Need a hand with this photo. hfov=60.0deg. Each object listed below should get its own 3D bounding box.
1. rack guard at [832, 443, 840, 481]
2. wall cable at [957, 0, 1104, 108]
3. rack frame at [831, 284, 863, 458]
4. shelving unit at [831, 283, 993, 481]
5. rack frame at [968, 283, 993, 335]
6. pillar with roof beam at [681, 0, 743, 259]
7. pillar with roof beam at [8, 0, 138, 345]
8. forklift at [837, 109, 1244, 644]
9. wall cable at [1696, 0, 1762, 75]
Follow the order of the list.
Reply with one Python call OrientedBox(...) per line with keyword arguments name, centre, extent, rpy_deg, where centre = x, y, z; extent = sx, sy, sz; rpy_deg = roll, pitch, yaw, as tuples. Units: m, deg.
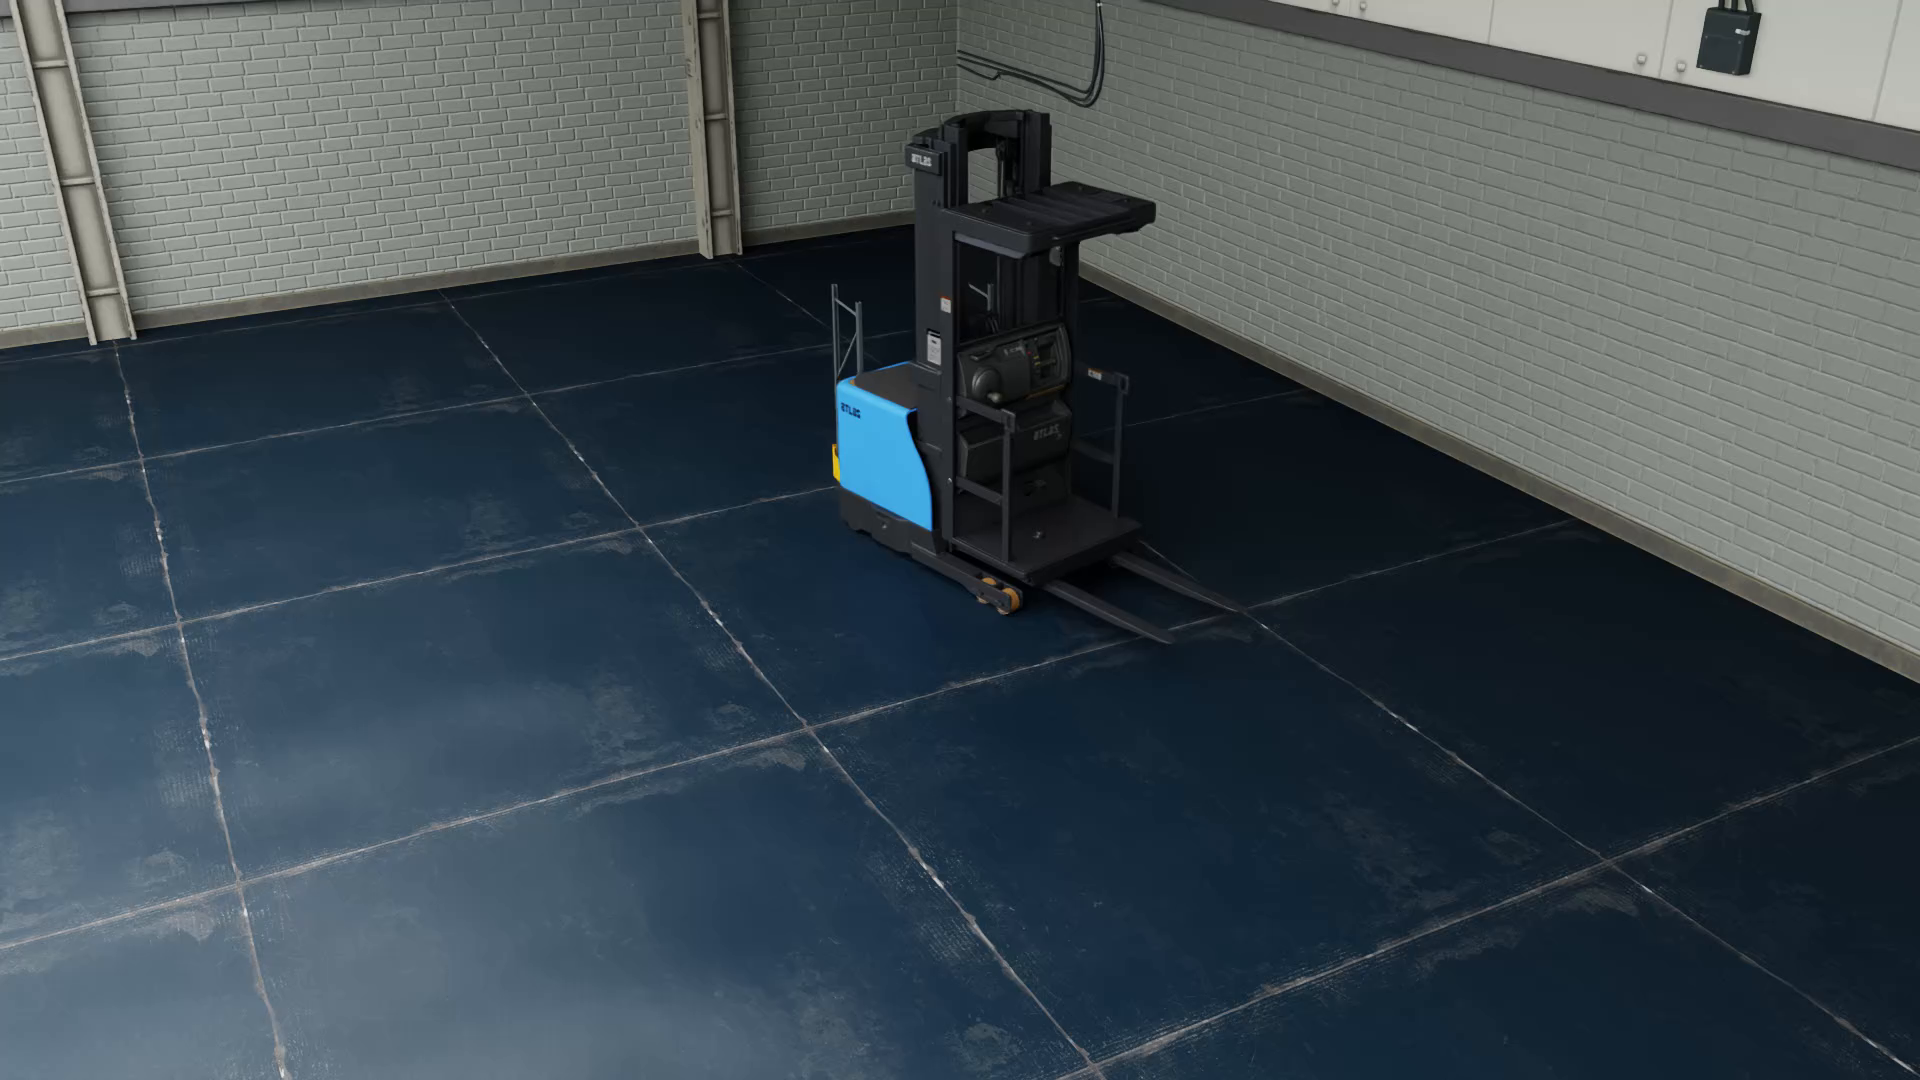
OrientedBox(name="rack guard", centre=(-0.800, -0.498, 12.300), extent=(0.087, 0.250, 0.587), rpy_deg=(-12, 28, -23))
OrientedBox(name="wall cable", centre=(0.629, -5.863, 16.954), extent=(0.112, 2.526, 3.097), rpy_deg=(-13, 29, -25))
OrientedBox(name="rack frame", centre=(-0.801, -1.061, 12.029), extent=(0.032, 1.500, 0.500), rpy_deg=(-12, 28, -23))
OrientedBox(name="shelving unit", centre=(-0.350, -1.154, 12.222), extent=(1.083, 1.500, 0.587), rpy_deg=(-12, 28, -23))
OrientedBox(name="rack frame", centre=(0.117, -1.250, 12.423), extent=(0.032, 1.500, 0.500), rpy_deg=(-12, 28, -23))
OrientedBox(name="pillar with roof beam", centre=(-0.567, -5.523, 12.659), extent=(0.400, 9.000, 9.100), rpy_deg=(-13, 29, -25))
OrientedBox(name="pillar with roof beam", centre=(-5.861, -4.301, 10.114), extent=(0.400, 9.000, 9.100), rpy_deg=(-13, 29, -25))
OrientedBox(name="forklift", centre=(0.491, -1.098, 10.452), extent=(1.130, 2.935, 3.031), rpy_deg=(-21, 33, -37))
OrientedBox(name="wall cable", centre=(5.082, -5.167, 7.987), extent=(0.169, 6.003, 2.305), rpy_deg=(-13, 29, -25))
